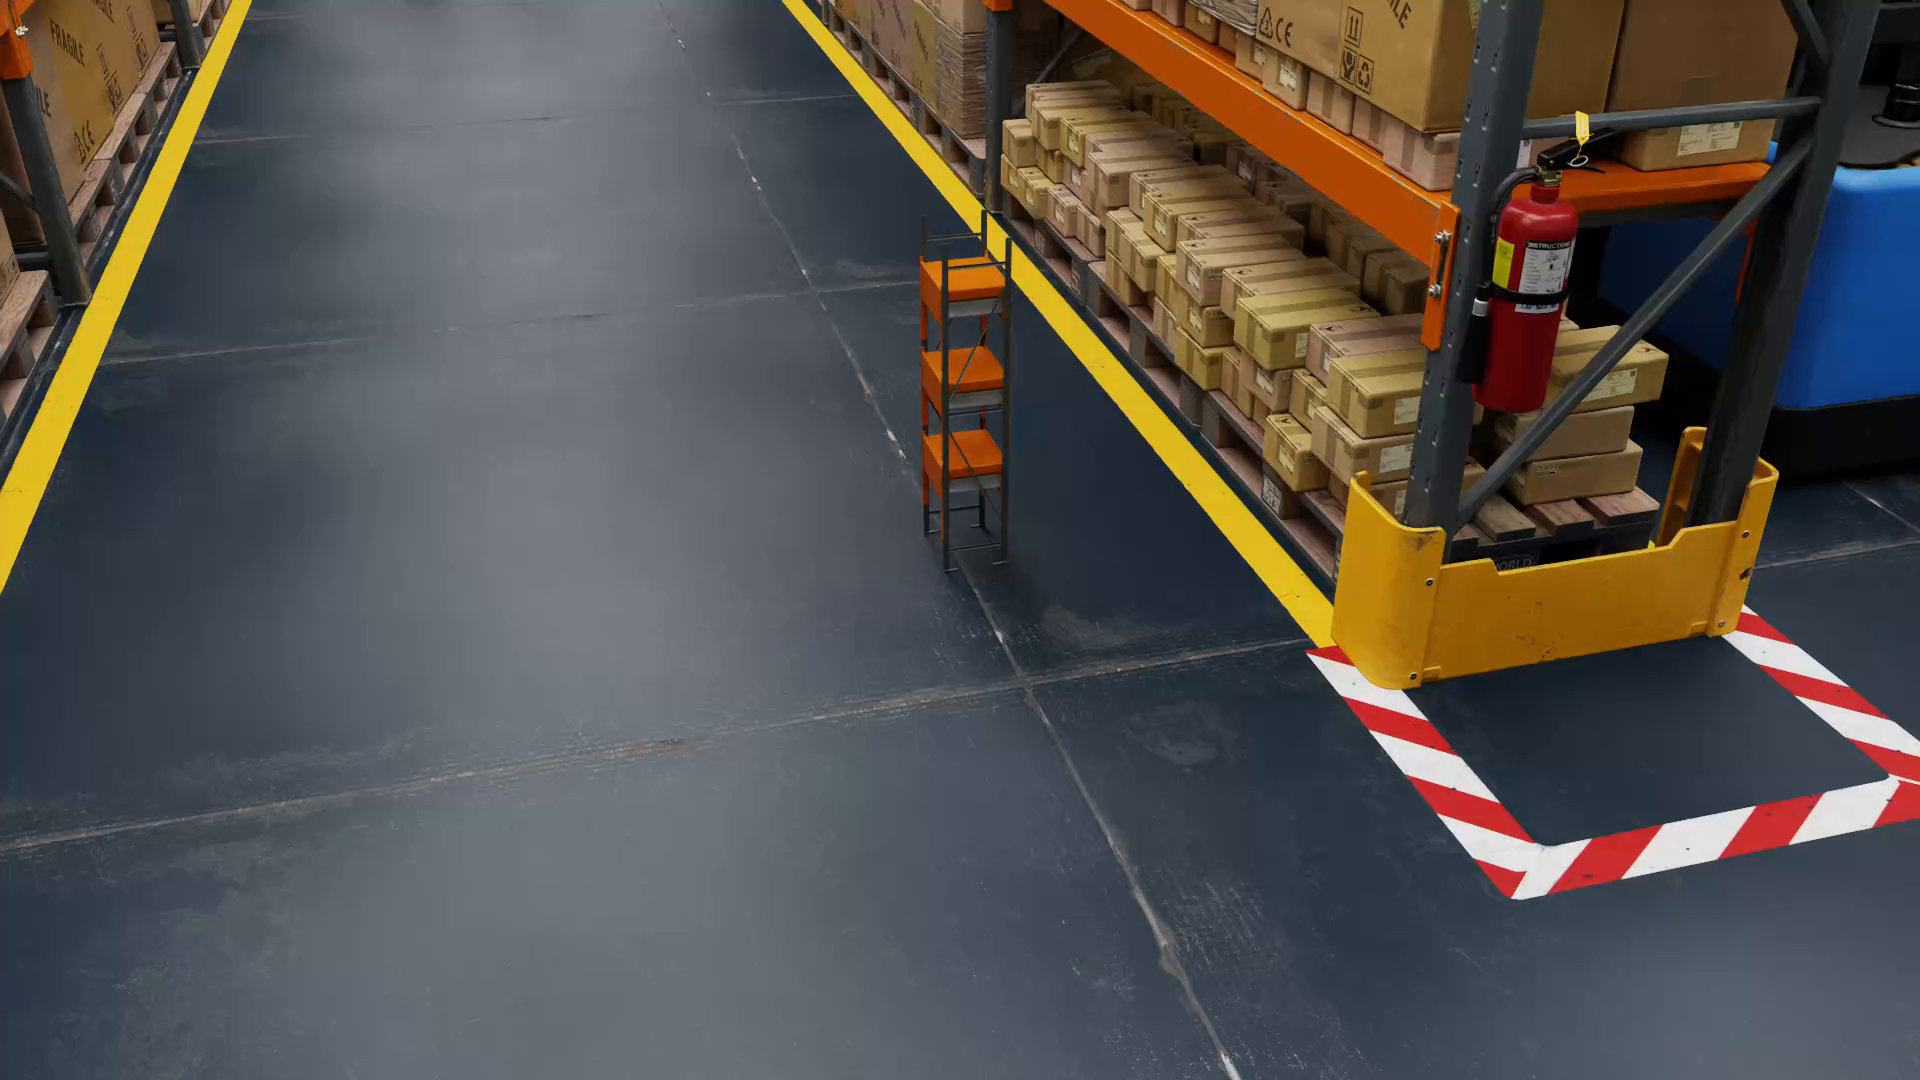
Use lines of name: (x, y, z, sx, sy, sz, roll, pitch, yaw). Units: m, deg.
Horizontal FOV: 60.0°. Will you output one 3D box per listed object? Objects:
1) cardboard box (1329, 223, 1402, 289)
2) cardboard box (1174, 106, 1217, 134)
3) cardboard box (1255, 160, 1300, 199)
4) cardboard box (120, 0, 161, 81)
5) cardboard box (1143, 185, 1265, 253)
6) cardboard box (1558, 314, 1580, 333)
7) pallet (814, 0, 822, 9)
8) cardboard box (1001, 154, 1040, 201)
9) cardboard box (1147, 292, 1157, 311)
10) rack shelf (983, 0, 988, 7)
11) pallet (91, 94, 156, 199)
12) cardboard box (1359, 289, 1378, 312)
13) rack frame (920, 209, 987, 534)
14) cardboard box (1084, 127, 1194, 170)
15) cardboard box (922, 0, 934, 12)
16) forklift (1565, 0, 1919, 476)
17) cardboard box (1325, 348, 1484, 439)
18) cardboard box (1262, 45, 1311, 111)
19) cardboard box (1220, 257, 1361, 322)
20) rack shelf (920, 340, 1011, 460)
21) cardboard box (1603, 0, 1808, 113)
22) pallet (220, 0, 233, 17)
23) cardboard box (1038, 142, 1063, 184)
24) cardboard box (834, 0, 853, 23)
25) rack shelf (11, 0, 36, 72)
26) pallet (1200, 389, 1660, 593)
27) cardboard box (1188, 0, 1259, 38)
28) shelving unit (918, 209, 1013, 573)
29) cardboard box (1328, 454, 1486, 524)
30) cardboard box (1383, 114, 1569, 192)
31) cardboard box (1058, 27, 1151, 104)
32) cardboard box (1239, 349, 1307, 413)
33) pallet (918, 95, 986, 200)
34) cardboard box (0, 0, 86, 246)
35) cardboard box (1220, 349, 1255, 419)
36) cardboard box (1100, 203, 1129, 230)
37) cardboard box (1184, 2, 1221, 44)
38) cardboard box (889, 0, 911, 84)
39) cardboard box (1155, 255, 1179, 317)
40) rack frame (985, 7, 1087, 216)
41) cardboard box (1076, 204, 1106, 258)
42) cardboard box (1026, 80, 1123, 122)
cardboard box: (1.525, -1.008, 5.830, 0.380, 0.149, 0.250, -7, 31, -11)
cardboard box: (1.142, -1.767, 7.141, 0.380, 0.149, 0.250, -8, 31, -14)
cardboard box: (1.380, -1.384, 6.480, 0.380, 0.149, 0.250, -9, 31, -15)
cardboard box: (-5.087, -3.079, 9.277, 0.875, 0.875, 0.875, -8, 31, -14)
cardboard box: (0.899, -1.190, 6.144, 0.380, 0.149, 0.250, -8, 31, -13)
cardboard box: (1.678, -0.625, 5.169, 0.380, 0.149, 0.250, -7, 31, -12)
pallet: (-0.581, -4.052, 12.040, 1.003, 0.211, 1.213, -8, 31, -13)
cardboard box: (0.404, -1.666, 7.560, 0.380, 0.149, 0.250, -9, 31, -15)
cardboard box: (0.931, -0.928, 6.285, 0.380, 0.149, 0.250, -7, 31, -12)
rack shelf: (0.087, -3.591, 9.178, 1.077, 0.370, 4.000, -8, 31, -13)
pallet: (-4.733, -1.975, 8.452, 1.003, 0.211, 1.213, -8, 31, -13)
cardboard box: (1.494, -0.868, 5.886, 0.380, 0.149, 0.250, -9, 31, -16)
rack frame: (-0.018, -0.487, 5.044, 0.200, 1.050, 0.008, -8, 31, -13)
cardboard box: (0.731, -1.568, 6.798, 0.380, 0.149, 0.250, -9, 31, -15)
cardboard box: (0.052, -2.937, 8.657, 0.500, 0.250, 0.500, -6, 31, -11)
forklift: (2.756, -2.204, 6.133, 1.130, 2.935, 3.031, -7, 31, -13)
cardboard box: (1.294, -0.432, 4.834, 0.380, 0.149, 0.250, -7, 31, -13)
cardboard box: (1.119, -1.380, 4.890, 0.380, 0.149, 0.250, -7, 31, -12)
cardboard box: (1.084, -0.802, 5.475, 0.380, 0.149, 0.250, -9, 31, -15)
rack shelf: (0.014, -0.419, 4.948, 0.215, 0.259, 0.240, -8, 31, -13)
cardboard box: (1.826, -1.430, 4.329, 0.500, 0.500, 0.500, -6, 31, -11)
pallet: (-5.716, -3.920, 11.812, 1.003, 0.211, 1.213, -8, 31, -13)
cardboard box: (0.559, -1.685, 7.297, 0.380, 0.149, 0.250, -8, 31, -13)
cardboard box: (-0.502, -3.593, 10.539, 0.500, 0.500, 0.500, -9, 31, -15)
rack shelf: (-4.659, -2.884, 7.956, 1.077, 0.370, 4.000, -8, 31, -13)
pallet: (1.477, -0.231, 5.439, 1.003, 0.211, 1.213, -8, 31, -13)
cardboard box: (1.036, -1.852, 5.059, 0.500, 0.500, 0.500, -8, 31, -13)
shelving unit: (0.014, -0.429, 4.942, 0.215, 1.050, 0.252, -8, 31, -13)
cardboard box: (1.338, -0.179, 4.991, 0.380, 0.149, 0.250, -7, 31, -12)
cardboard box: (1.320, -1.016, 4.261, 0.380, 0.149, 0.250, -8, 31, -13)
cardboard box: (0.677, -2.428, 8.527, 0.500, 0.500, 0.500, -7, 31, -11)
cardboard box: (1.124, -0.549, 5.333, 0.380, 0.149, 0.250, -9, 31, -15)
pallet: (0.409, -2.105, 8.677, 1.003, 0.211, 1.213, -8, 31, -13)
cardboard box: (-4.370, -1.780, 7.033, 0.875, 0.875, 0.875, -7, 31, -12)
cardboard box: (1.107, -0.546, 5.626, 0.380, 0.149, 0.250, -8, 31, -13)
cardboard box: (0.777, -1.305, 6.641, 0.380, 0.149, 0.250, -6, 31, -11)
cardboard box: (0.977, -1.775, 5.574, 0.380, 0.149, 0.250, -7, 31, -12)
cardboard box: (-0.090, -2.856, 9.267, 0.500, 0.500, 0.500, -9, 31, -14)
cardboard box: (0.924, -0.923, 5.981, 0.380, 0.149, 0.250, -6, 31, -11)
rack frame: (0.617, -2.936, 7.329, 1.000, 3.000, 0.127, -8, 31, -13)
cardboard box: (0.707, -1.308, 6.942, 0.380, 0.149, 0.250, -8, 31, -14)
cardboard box: (0.509, -1.948, 7.454, 0.380, 0.149, 0.250, -7, 31, -11)
